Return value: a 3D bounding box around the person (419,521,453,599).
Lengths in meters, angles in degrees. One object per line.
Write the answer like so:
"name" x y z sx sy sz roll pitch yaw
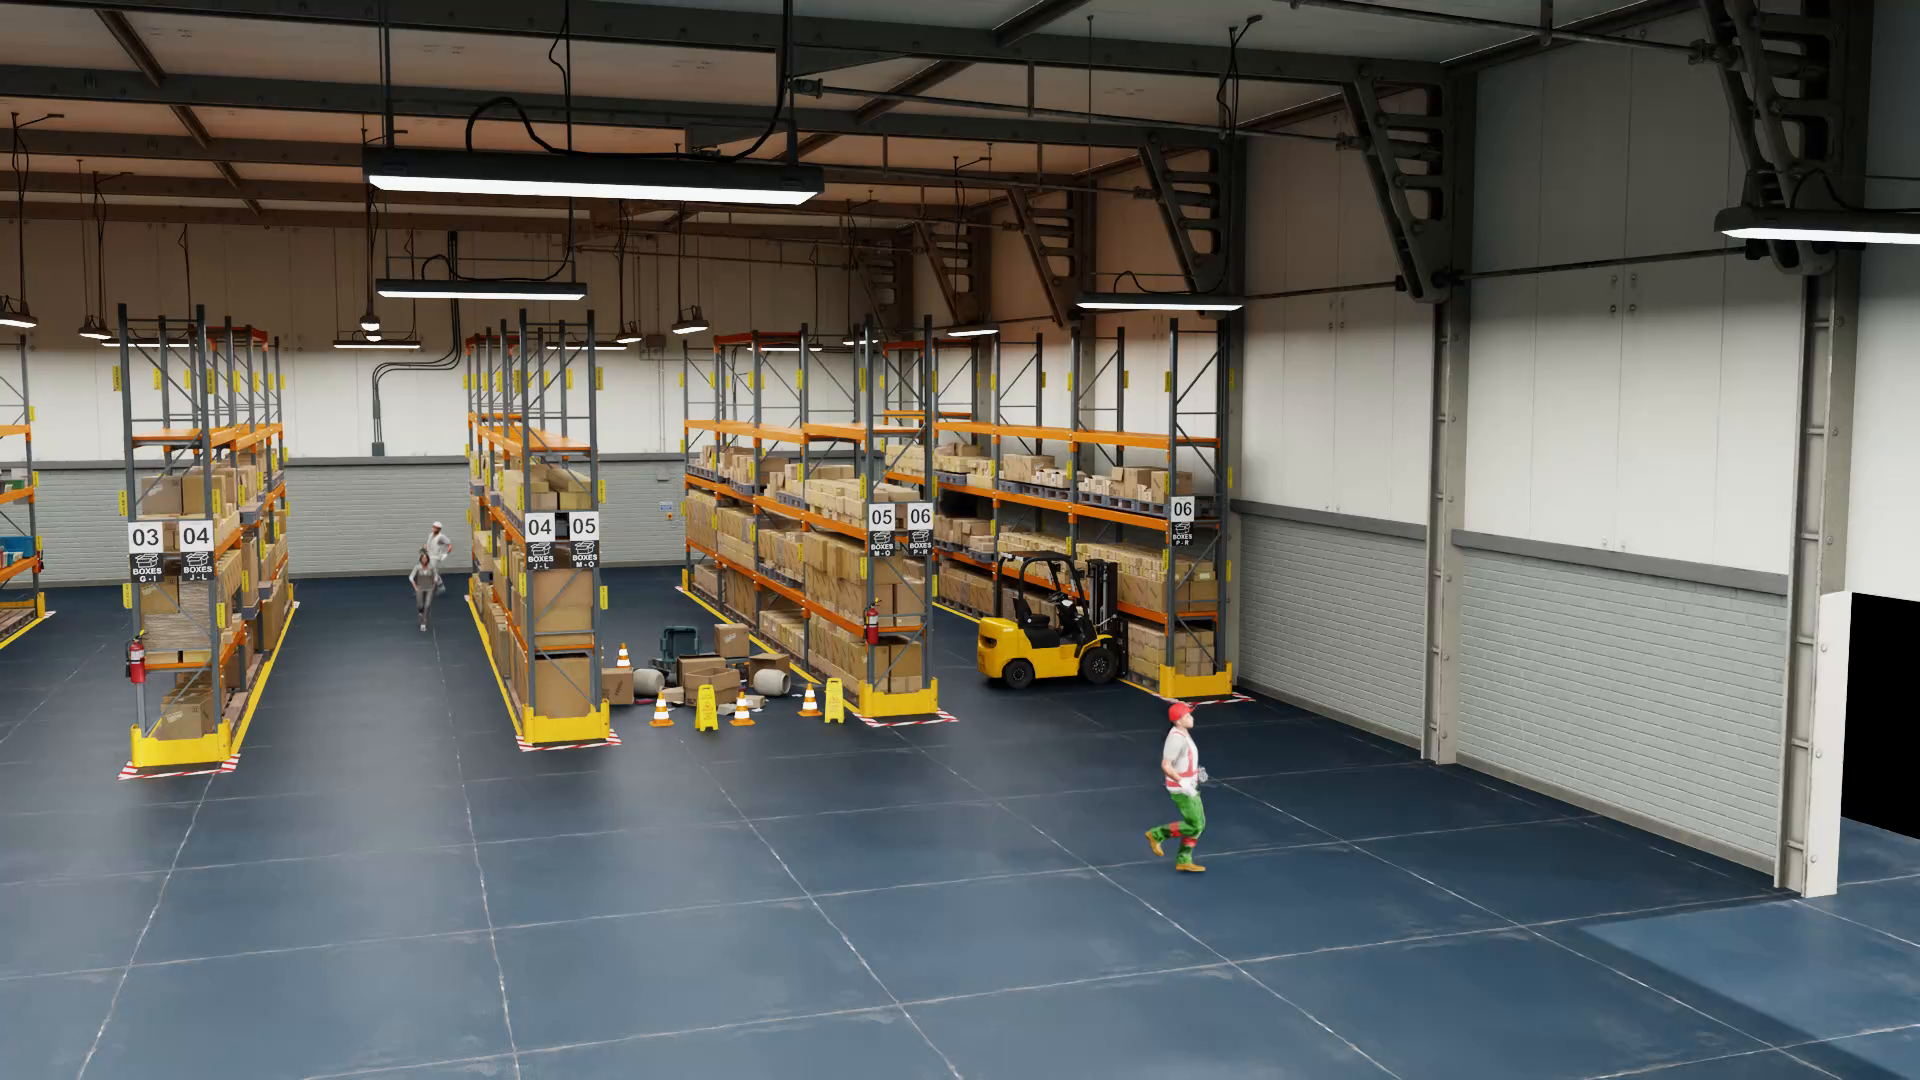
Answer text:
"person" -12.155 0.473 38.438 0.721 1.805 0.796 4 7 40

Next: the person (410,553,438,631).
"person" -10.888 1.034 33.810 0.561 1.568 0.603 -2 6 -24

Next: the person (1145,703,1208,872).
"person" 2.222 2.527 17.039 0.606 1.740 0.658 2 6 16
